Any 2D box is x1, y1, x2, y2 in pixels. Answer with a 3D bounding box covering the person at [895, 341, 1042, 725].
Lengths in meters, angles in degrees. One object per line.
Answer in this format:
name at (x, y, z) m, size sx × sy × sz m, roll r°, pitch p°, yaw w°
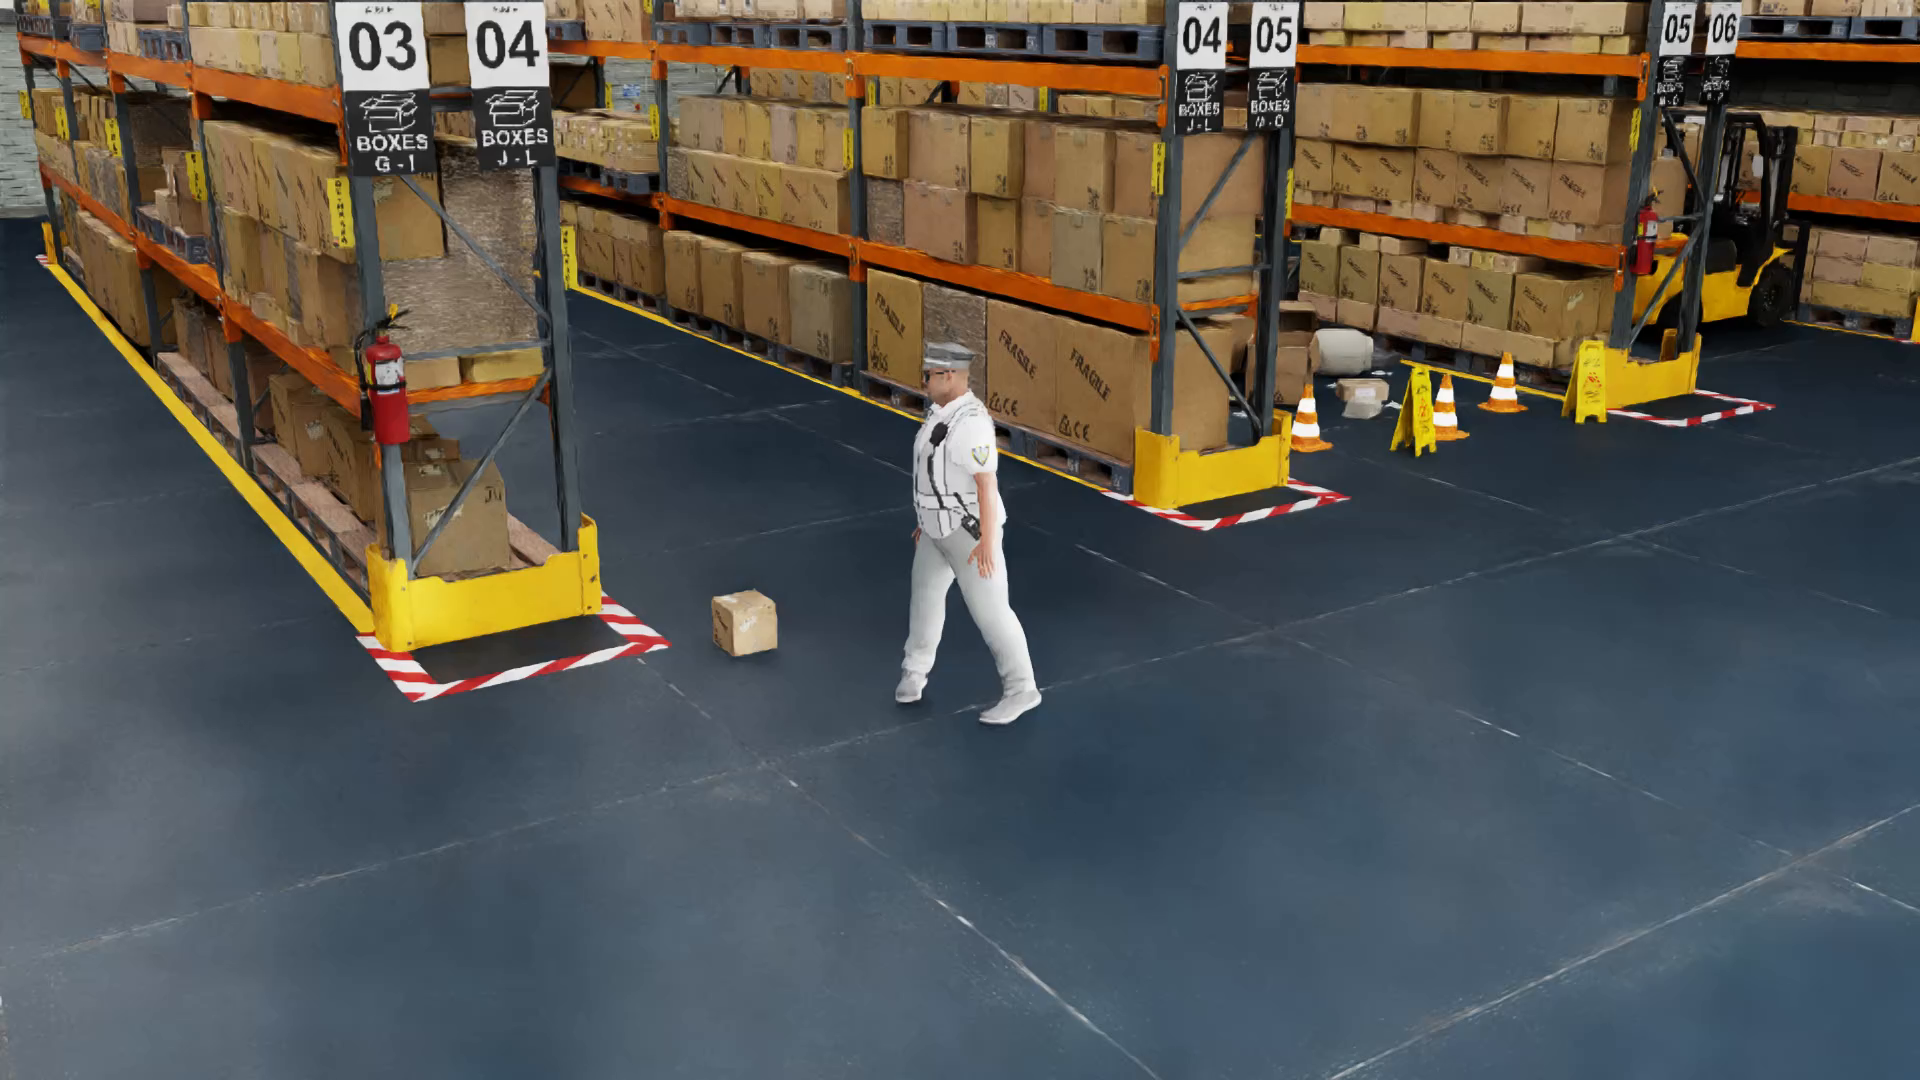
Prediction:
person at (0.002, -0.040, 7.700) m, size 0.591 × 1.755 × 0.634 m, roll -8°, pitch 20°, yaw -23°
